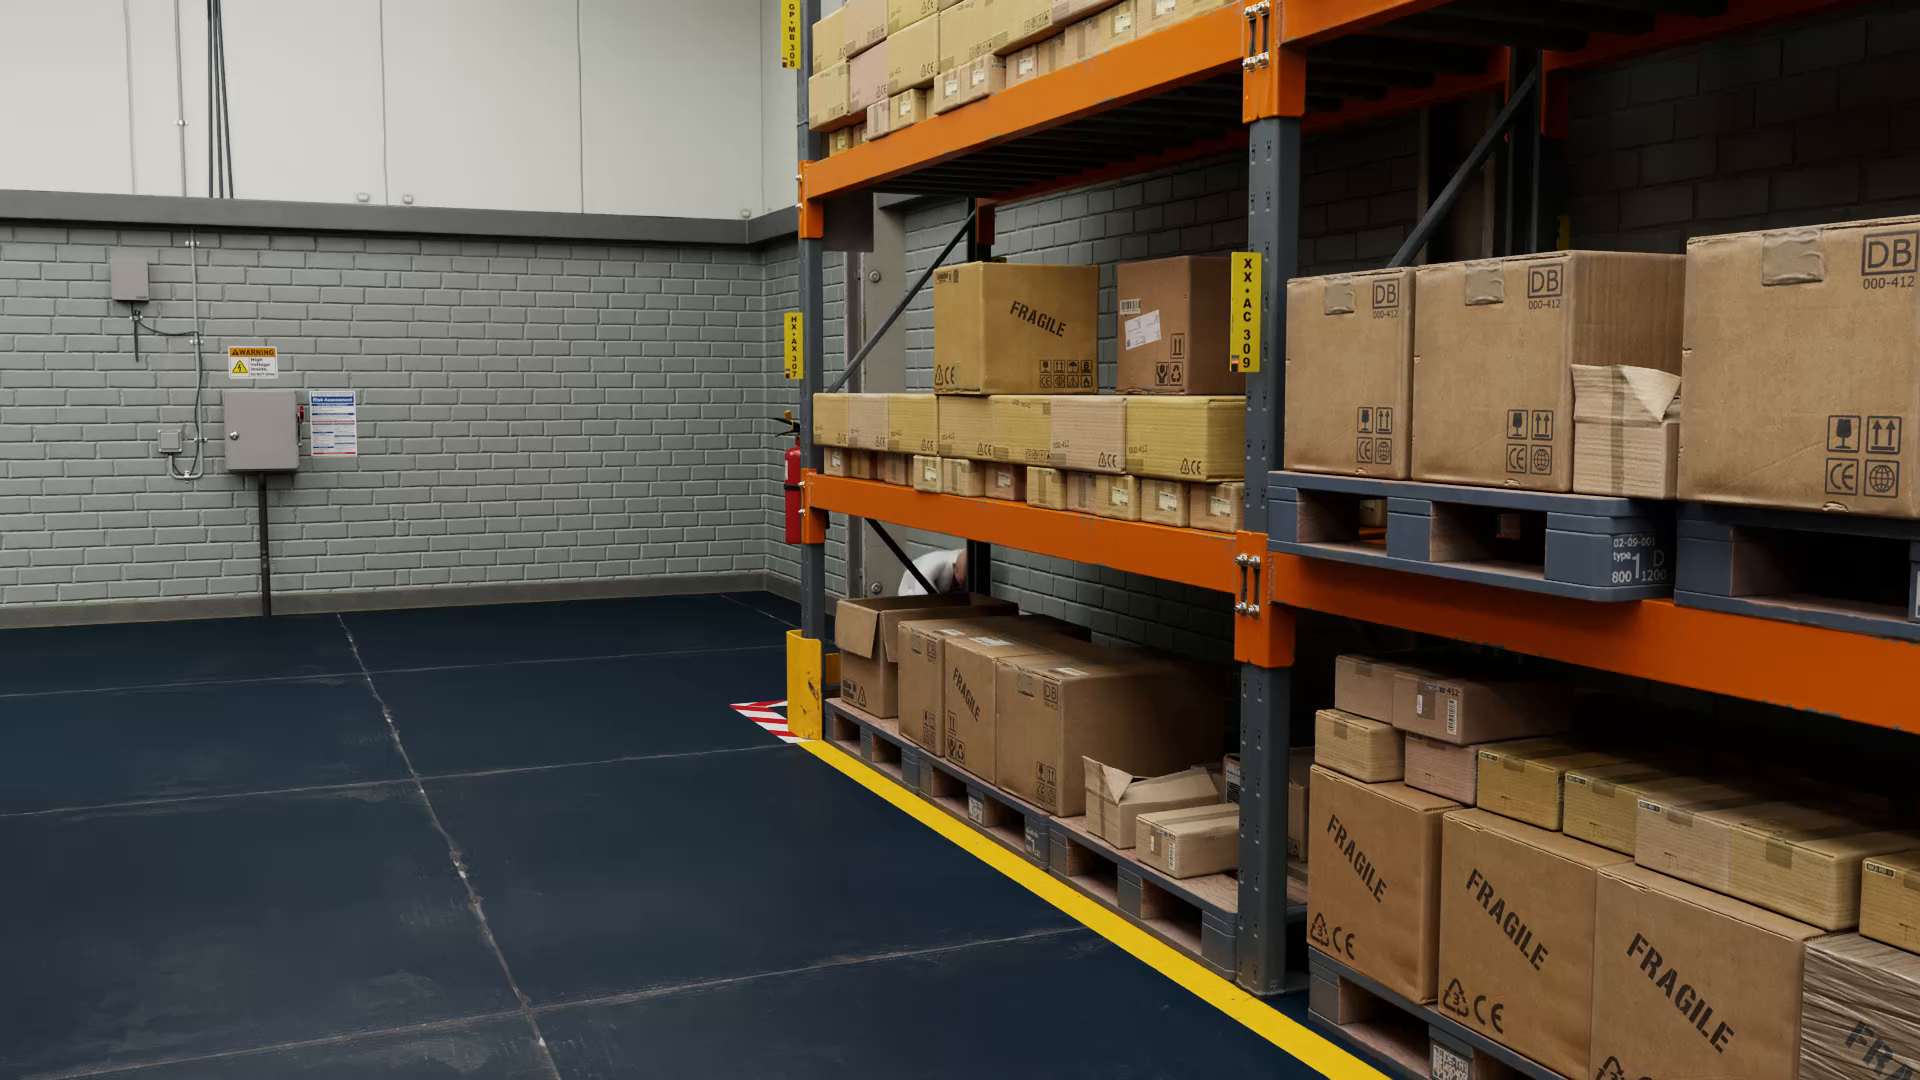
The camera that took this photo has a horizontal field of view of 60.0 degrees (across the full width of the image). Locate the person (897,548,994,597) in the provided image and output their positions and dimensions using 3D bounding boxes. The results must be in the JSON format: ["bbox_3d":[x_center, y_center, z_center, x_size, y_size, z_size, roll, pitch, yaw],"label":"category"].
[{"bbox_3d":[-0.072,0.454,10.107,0.580,0.872,0.950,-2,6,-18],"label":"person"}]
